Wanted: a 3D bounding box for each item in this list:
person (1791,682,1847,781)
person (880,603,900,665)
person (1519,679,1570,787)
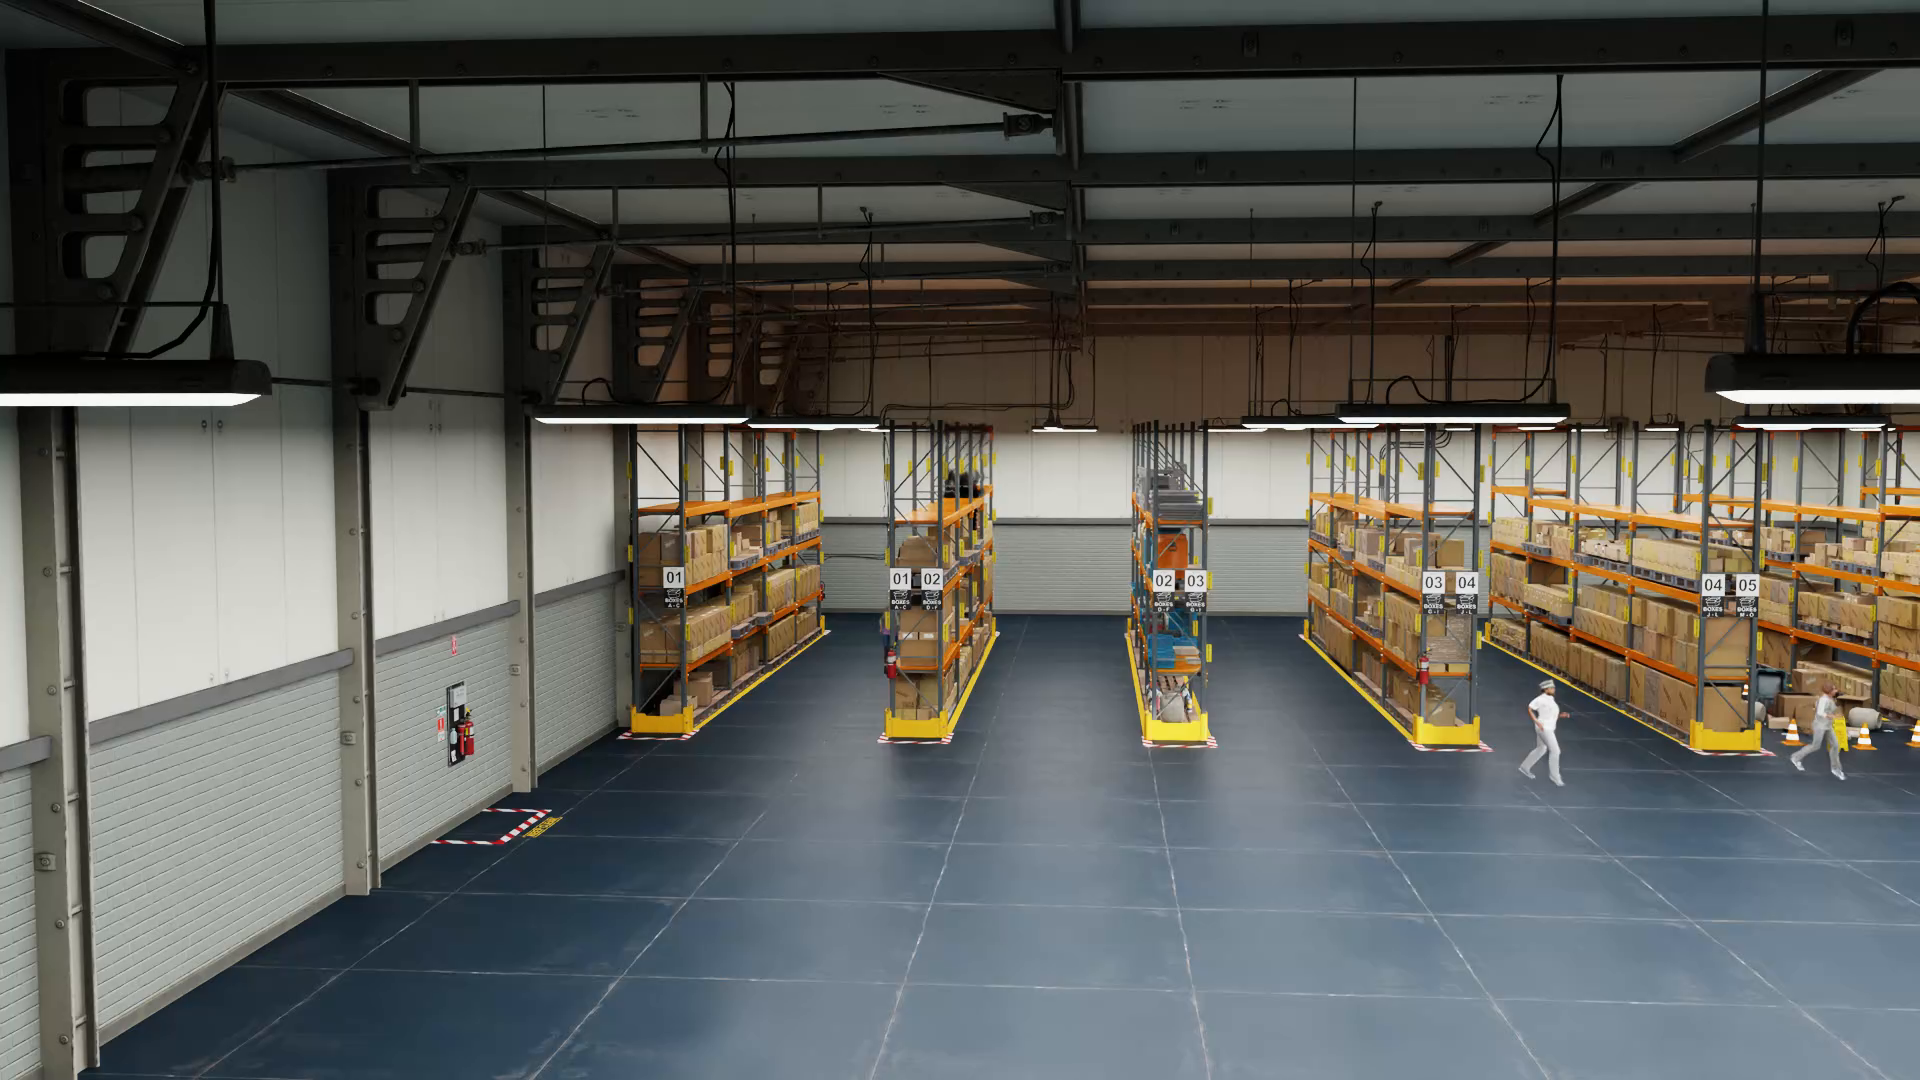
[{"bbox_3d":[14.399,3.165,27.830,0.899,1.614,0.562,4,5,44],"label":"person"},{"bbox_3d":[-1.722,2.345,40.644,0.510,1.642,0.733,0,4,0],"label":"person"},{"bbox_3d":[9.594,3.150,27.330,0.794,1.756,0.563,2,4,32],"label":"person"}]
